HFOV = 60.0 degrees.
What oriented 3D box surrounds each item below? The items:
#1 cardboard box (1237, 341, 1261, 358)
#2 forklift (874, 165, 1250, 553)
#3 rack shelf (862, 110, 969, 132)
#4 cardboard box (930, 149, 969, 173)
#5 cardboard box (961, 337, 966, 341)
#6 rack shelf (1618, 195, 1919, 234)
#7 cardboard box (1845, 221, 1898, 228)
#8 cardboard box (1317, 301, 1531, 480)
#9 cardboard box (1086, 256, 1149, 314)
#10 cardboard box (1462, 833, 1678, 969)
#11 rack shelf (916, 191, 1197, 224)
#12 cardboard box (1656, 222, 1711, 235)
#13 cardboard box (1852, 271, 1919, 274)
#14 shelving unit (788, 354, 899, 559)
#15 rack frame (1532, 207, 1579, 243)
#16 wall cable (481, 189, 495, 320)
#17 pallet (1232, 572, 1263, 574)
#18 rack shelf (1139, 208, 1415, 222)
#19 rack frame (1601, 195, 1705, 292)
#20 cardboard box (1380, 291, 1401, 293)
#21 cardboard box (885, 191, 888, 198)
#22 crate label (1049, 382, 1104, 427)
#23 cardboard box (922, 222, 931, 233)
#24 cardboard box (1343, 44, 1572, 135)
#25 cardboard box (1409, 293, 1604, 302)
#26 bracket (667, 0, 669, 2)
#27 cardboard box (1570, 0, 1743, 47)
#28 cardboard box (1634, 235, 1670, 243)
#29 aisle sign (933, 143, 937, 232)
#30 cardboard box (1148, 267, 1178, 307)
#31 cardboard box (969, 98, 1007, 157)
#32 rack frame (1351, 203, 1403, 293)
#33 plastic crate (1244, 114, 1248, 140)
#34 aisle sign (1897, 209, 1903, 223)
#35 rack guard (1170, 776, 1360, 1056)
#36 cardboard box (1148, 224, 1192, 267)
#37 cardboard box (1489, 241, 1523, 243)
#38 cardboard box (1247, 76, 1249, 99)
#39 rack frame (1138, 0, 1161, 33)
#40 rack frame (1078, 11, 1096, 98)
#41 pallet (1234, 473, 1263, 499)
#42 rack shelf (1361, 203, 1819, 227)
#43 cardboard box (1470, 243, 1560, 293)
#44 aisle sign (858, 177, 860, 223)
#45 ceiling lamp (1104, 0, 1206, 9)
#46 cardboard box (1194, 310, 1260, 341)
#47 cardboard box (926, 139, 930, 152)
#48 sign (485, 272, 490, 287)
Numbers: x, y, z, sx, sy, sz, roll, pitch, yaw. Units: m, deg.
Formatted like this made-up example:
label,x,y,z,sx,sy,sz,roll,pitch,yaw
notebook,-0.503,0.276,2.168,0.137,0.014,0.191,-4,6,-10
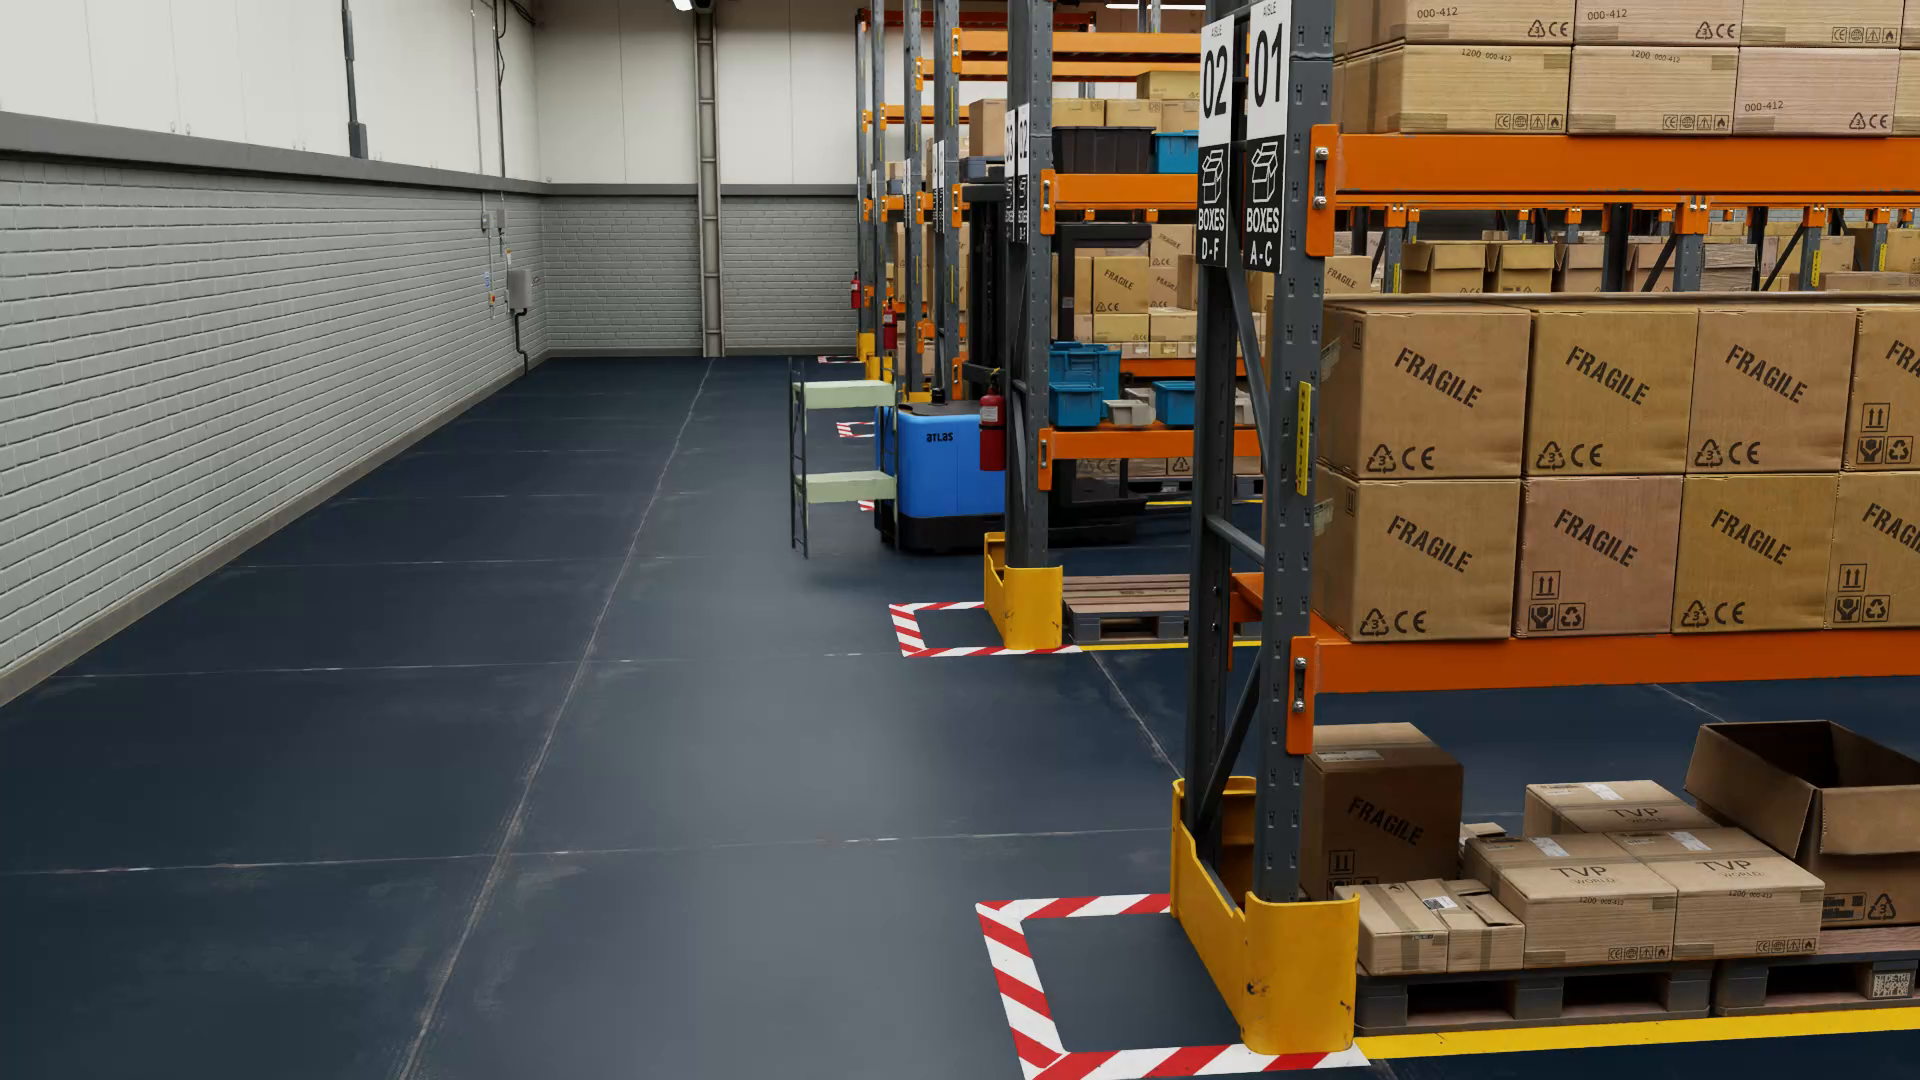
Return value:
label,x,y,z,sx,sy,sz,roll,pitch,yaw
cardboard box,2.562,-1.746,15.122,0.250,0.149,0.380,-1,11,-5
forklift,0.876,-1.489,13.344,3.031,2.935,1.130,-4,12,-20
rack shelf,0.254,-7.359,29.347,4.000,0.370,1.077,-1,11,-6
cardboard box,-0.085,-4.433,19.456,0.500,0.250,0.500,-1,11,-5
cardboard box,0.275,-3.705,29.828,0.500,0.500,0.500,-1,11,-5
rack shelf,6.376,-2.170,10.720,4.000,0.370,1.077,-1,11,-6
cardboard box,14.228,-4.743,26.096,0.500,0.500,0.700,-1,11,-7
cardboard box,1.412,-0.475,5.156,0.500,0.500,0.500,-1,11,-4
cardboard box,1.394,-2.297,14.950,0.500,0.500,0.500,-2,11,-8
cardboard box,2.010,1.190,5.528,0.500,0.250,0.500,-1,11,-6
rack shelf,1.429,-3.990,19.977,4.000,0.370,1.077,-1,11,-6
cardboard box,11.197,-4.680,25.775,0.500,0.500,0.700,-1,11,-7
cardboard box,11.736,-3.163,21.293,0.550,0.550,0.875,-1,11,-6
shelving unit,-0.894,-0.652,12.795,0.755,1.500,0.431,-4,12,-20
rack frame,7.394,-2.996,20.832,0.127,3.000,1.000,-1,11,-6
wall cable,-6.797,-4.169,24.081,0.123,1.953,0.585,-1,11,-6
pallet,2.445,0.407,10.749,1.213,0.211,1.003,-1,11,-6
rack shelf,4.771,-5.021,25.218,4.000,0.370,1.077,-1,11,-6
rack frame,4.388,-1.010,10.728,0.127,3.000,1.000,-1,11,-6
cardboard box,5.156,-2.944,20.129,0.250,0.149,0.380,-1,11,-7
cardboard box,-1.392,-6.039,29.186,0.250,0.149,0.380,-1,11,-5
crate label,0.692,-0.816,10.019,0.303,0.233,0.416,-1,11,-6
cardboard box,-0.558,-4.608,24.499,0.250,0.149,0.380,-1,11,-5
cardboard box,1.480,-1.337,5.003,0.500,0.250,0.500,-1,11,-6
cardboard box,1.857,-0.589,5.735,0.500,0.500,0.500,-1,11,-5
bracket,-4.886,-9.478,28.922,0.430,0.232,0.235,-1,11,-6
cardboard box,1.979,-1.590,4.995,0.500,0.250,0.500,-1,11,-6
cardboard box,8.854,-3.565,20.876,0.500,0.500,0.700,-1,11,-7
aisle sign,-0.228,-3.208,15.170,0.004,0.787,0.394,-1,11,-6
cardboard box,2.451,-3.033,19.989,0.500,0.500,0.500,-2,11,-8
cardboard box,0.387,-3.673,14.894,0.500,0.500,0.700,-2,11,-10
rack frame,3.853,-1.960,15.559,0.127,3.000,1.000,-1,11,-6
plastic crate,1.959,-2.347,9.914,0.767,0.338,0.504,-1,11,-6
aisle sign,14.805,-5.331,25.971,0.004,0.787,0.394,-1,11,-6
rack guard,1.018,1.249,5.721,0.348,0.500,1.175,-1,11,-6
cardboard box,2.466,-3.525,19.900,0.500,0.500,0.500,-2,11,-8
cardboard box,8.276,-4.334,25.518,0.500,0.500,0.500,-1,11,-5
cardboard box,2.917,-4.085,15.045,0.500,0.250,0.500,-2,11,-10
rack frame,2.782,-6.804,24.648,0.127,3.000,1.000,-1,11,-6
rack frame,2.243,-7.755,29.489,0.127,3.000,1.000,-1,11,-6
pallet,3.088,-0.590,15.824,1.213,0.211,1.003,-1,11,-6
rack shelf,5.841,-3.120,15.551,4.000,0.370,1.077,-1,11,-6
cardboard box,5.170,-2.528,15.590,0.637,0.503,0.797,-1,11,-5
aisle sign,-1.770,-5.946,29.100,0.004,0.787,0.394,-1,11,-6
ceiling lamp,3.313,-10.216,26.871,2.000,3.185,0.800,-1,11,-6
cardboard box,2.420,-1.950,15.131,0.500,0.250,0.500,-1,11,-5
cardboard box,-0.260,-4.732,19.945,0.250,0.149,0.380,-1,11,-7
sign,-6.853,-3.777,24.103,0.001,0.218,0.327,-1,11,-6
